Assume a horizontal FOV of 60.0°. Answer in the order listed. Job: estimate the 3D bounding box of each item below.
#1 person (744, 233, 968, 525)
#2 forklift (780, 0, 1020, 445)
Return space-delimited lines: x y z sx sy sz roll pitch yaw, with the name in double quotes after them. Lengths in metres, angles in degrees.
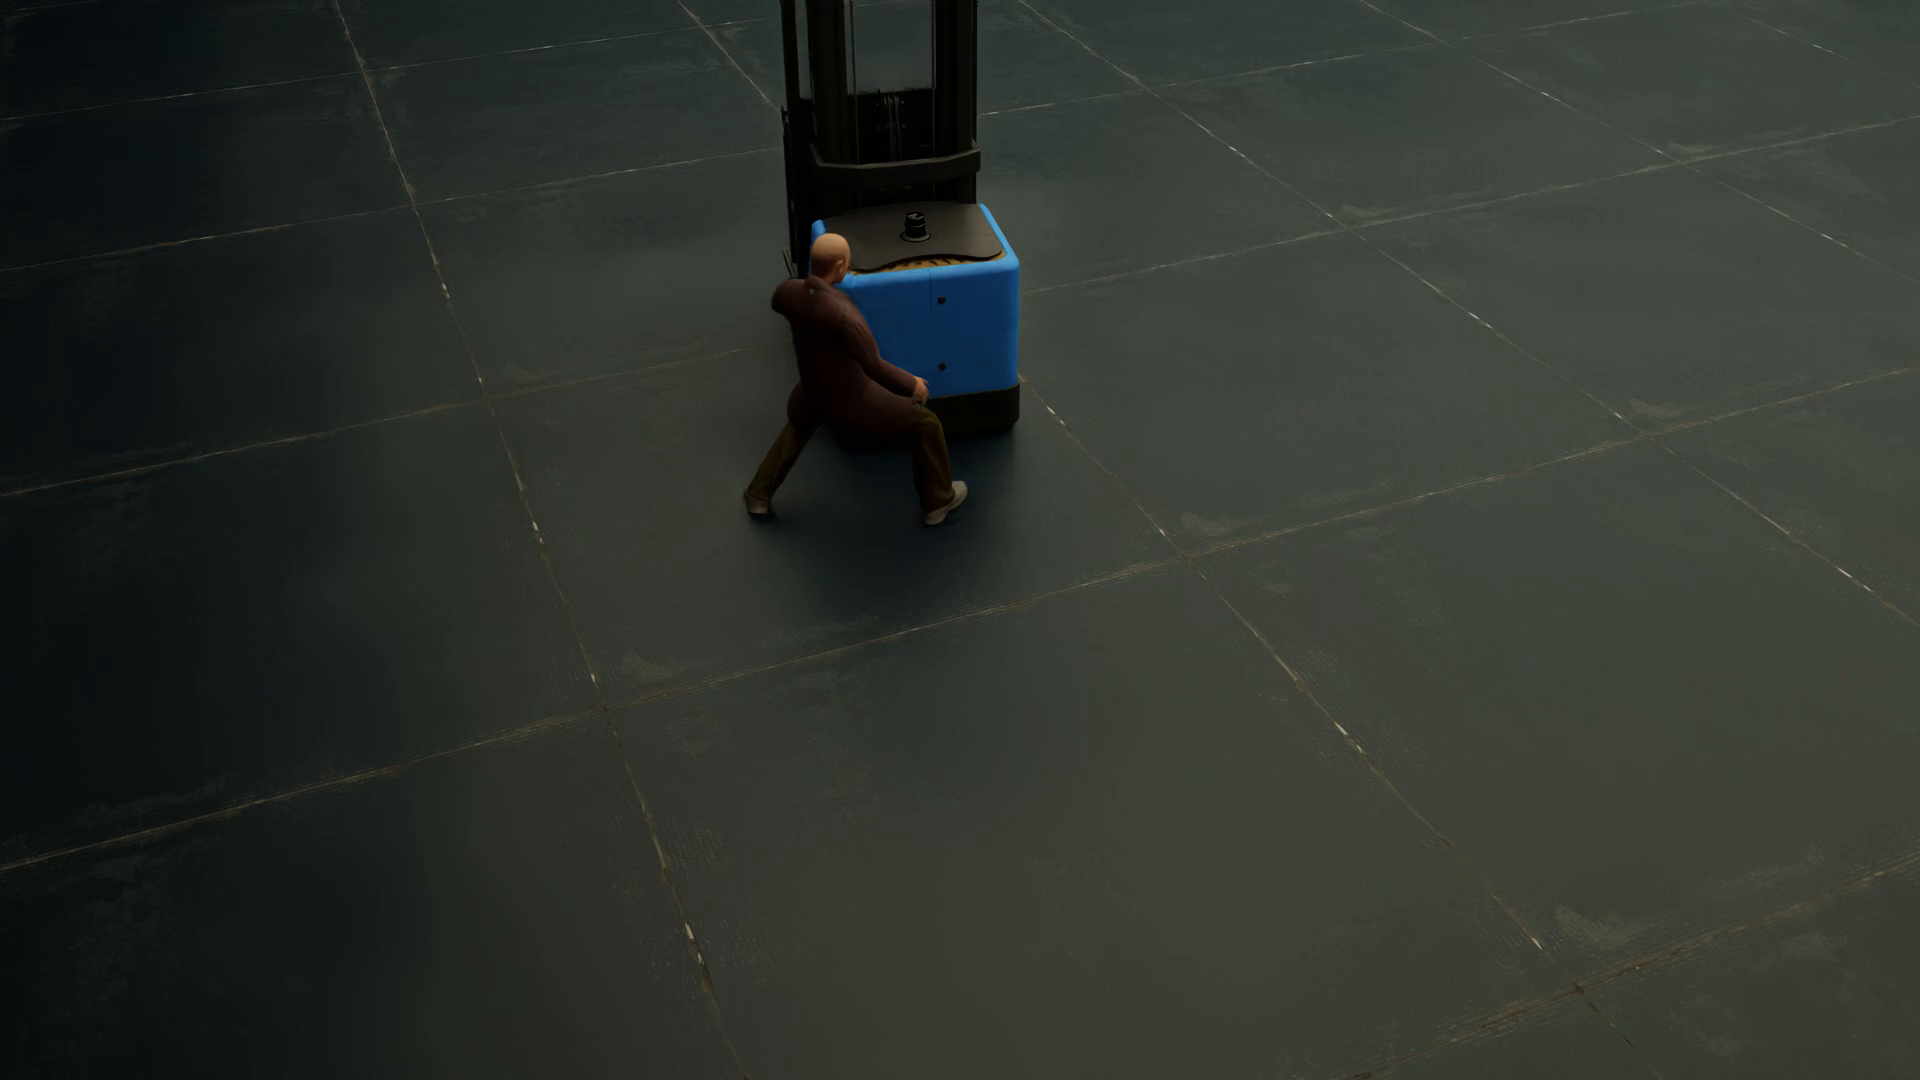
-0.584 -0.832 8.469 0.967 1.632 1.033 -29 44 -34 "person"
-0.501 -2.577 9.722 1.130 2.935 3.031 -8 36 -11 "forklift"
